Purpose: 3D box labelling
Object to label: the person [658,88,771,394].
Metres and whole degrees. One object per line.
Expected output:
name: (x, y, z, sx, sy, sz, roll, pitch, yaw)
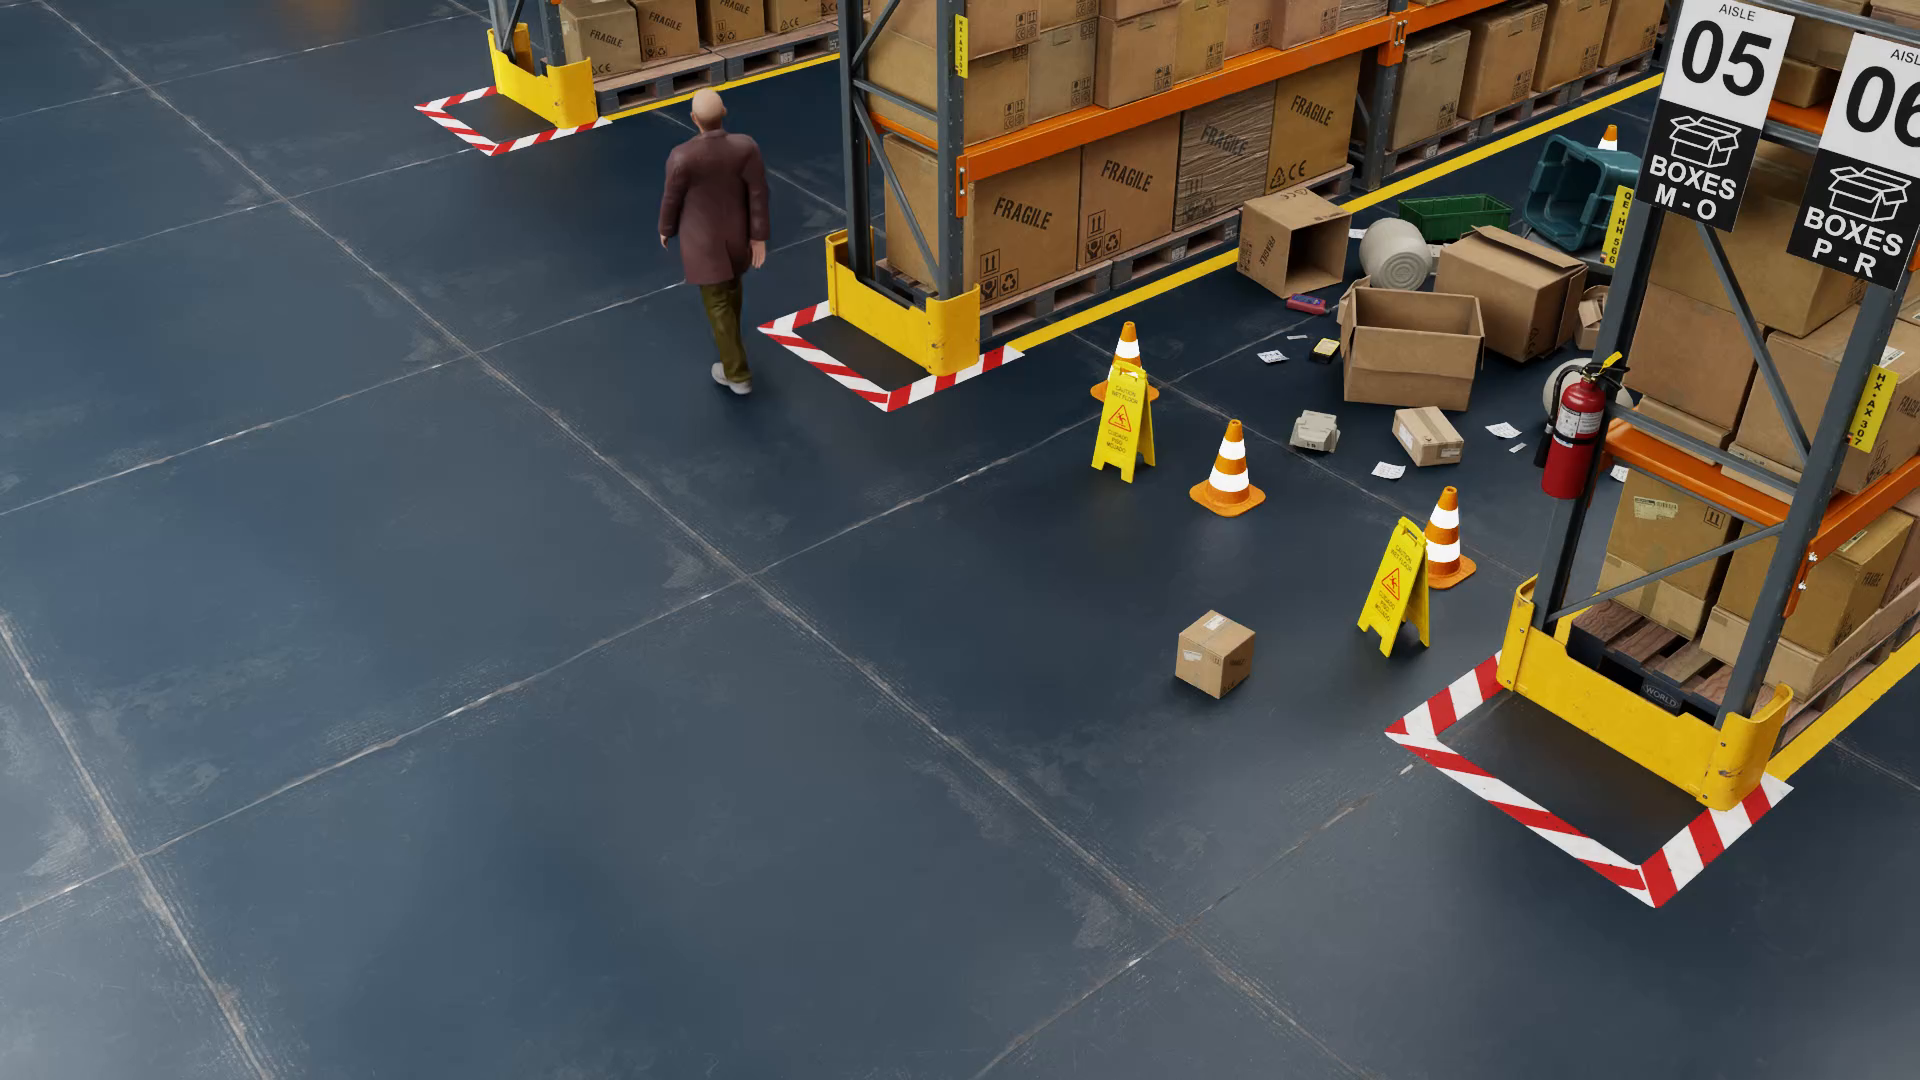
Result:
person: (-1.443, -1.774, 9.578, 0.577, 1.777, 0.917, -19, 40, -25)
